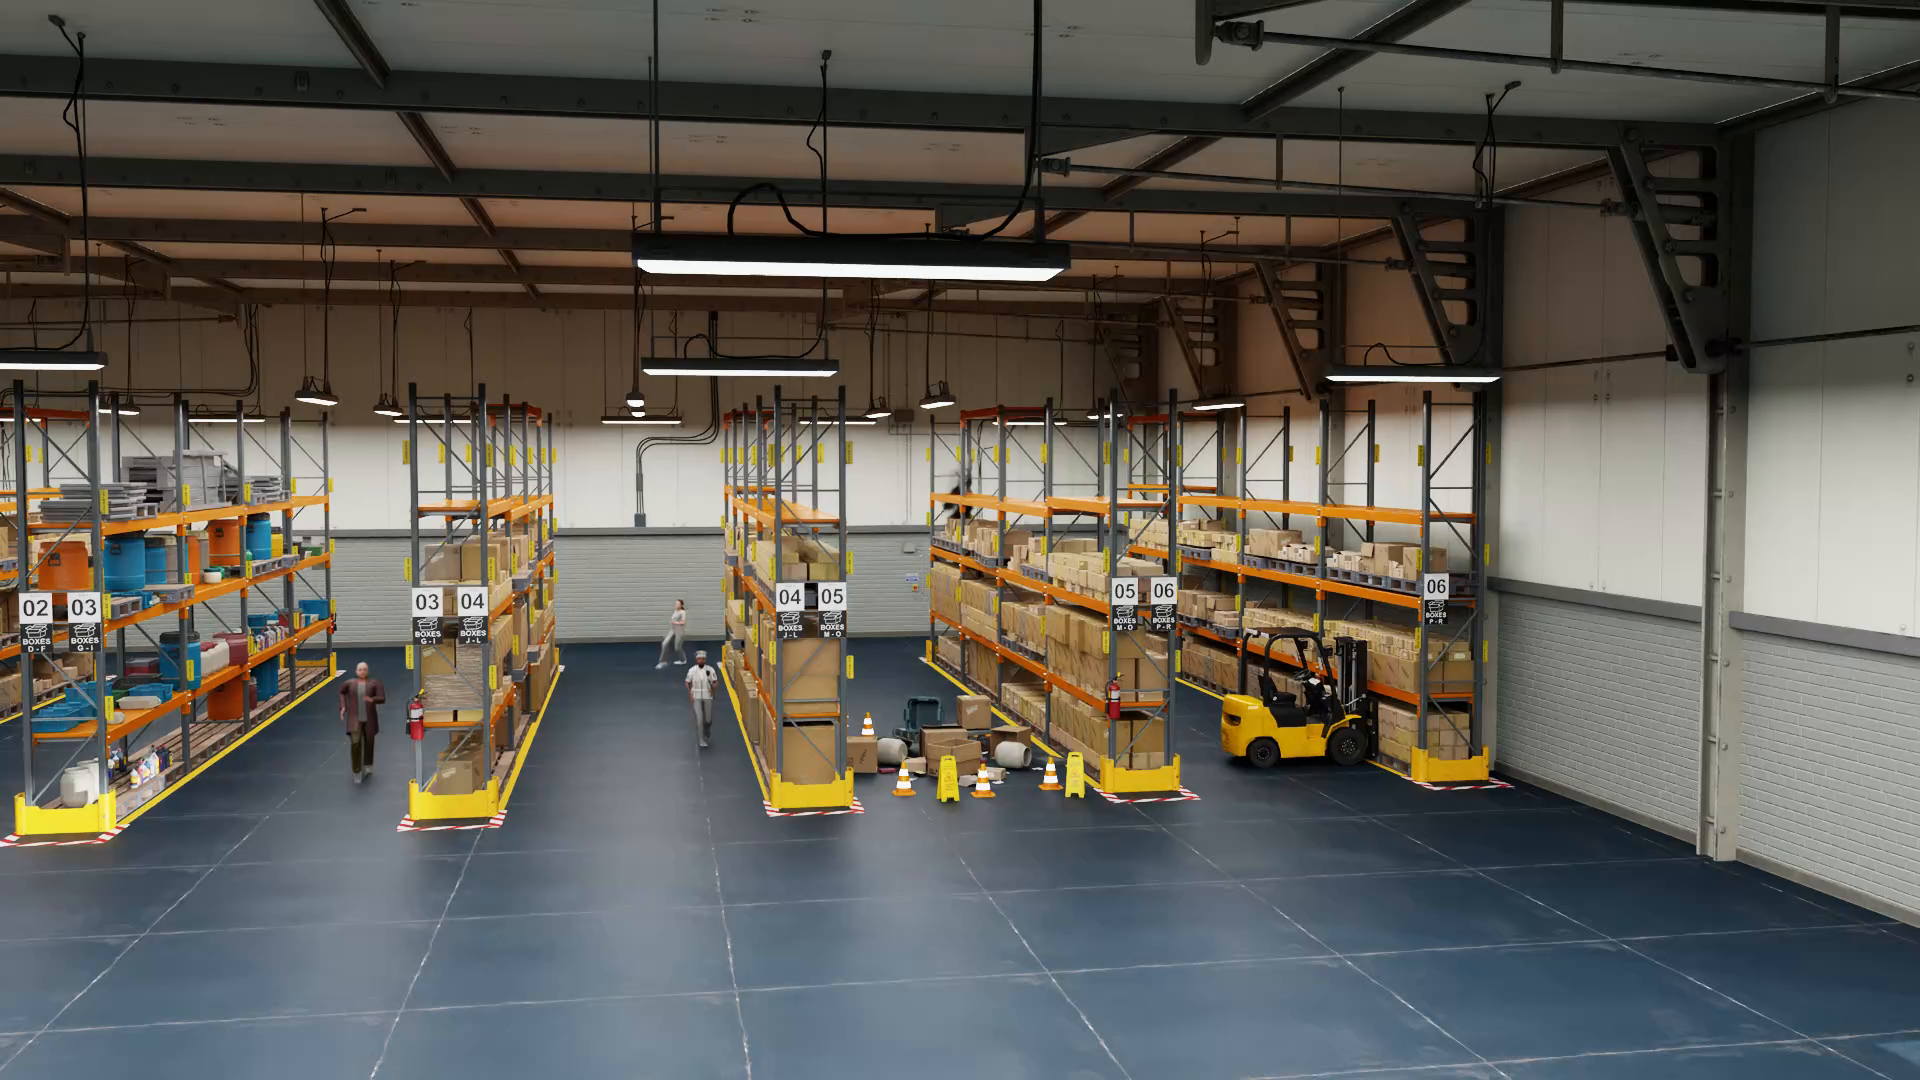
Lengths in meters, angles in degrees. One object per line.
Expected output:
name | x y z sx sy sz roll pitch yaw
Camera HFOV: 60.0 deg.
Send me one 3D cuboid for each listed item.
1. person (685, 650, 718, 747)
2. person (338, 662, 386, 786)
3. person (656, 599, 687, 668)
person | -4.461 2.721 28.709 0.562 1.650 0.561 -1 3 -12
person | -9.214 2.801 25.653 0.678 1.833 0.908 -1 3 -22
person | -6.725 2.220 39.441 0.566 1.628 0.881 2 4 36
